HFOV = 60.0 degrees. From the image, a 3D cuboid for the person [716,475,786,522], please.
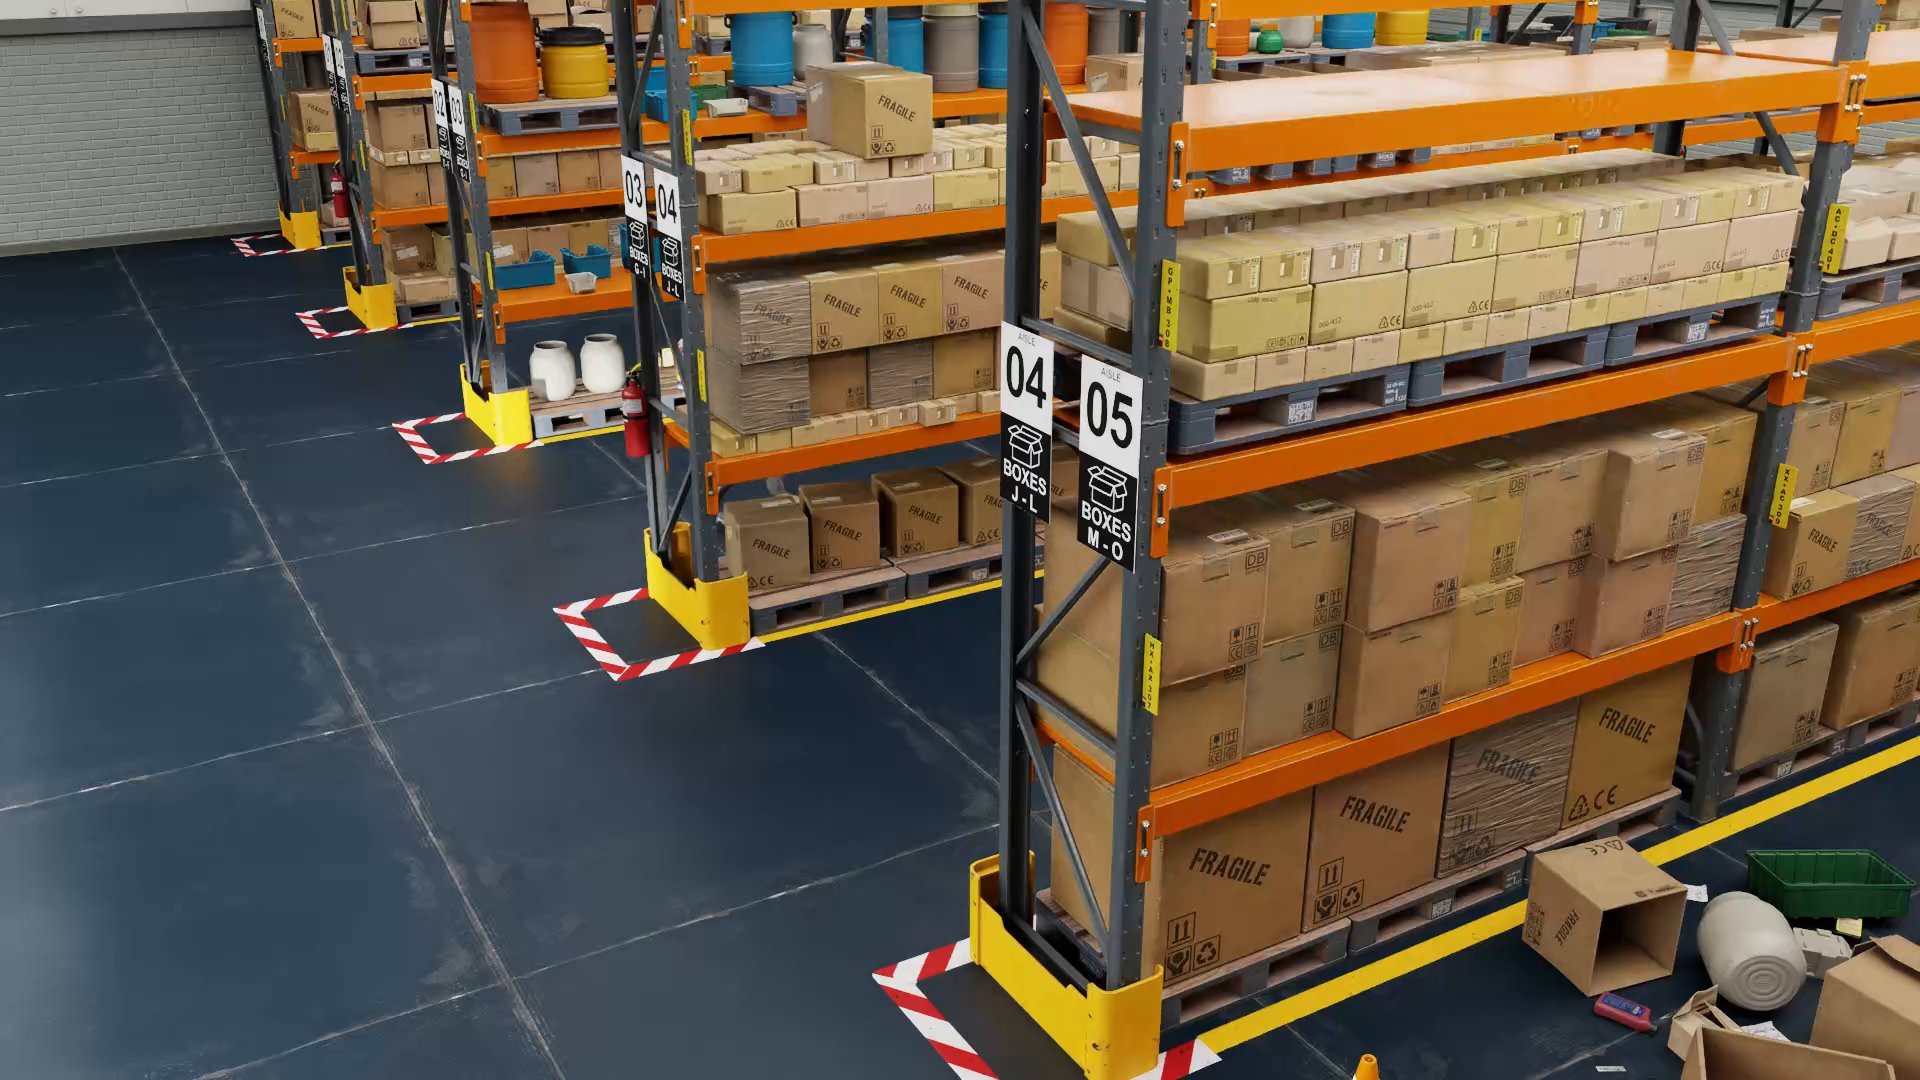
[{"bbox_3d":[-1.692,-0.881,13.309,0.908,1.544,0.403,-18,28,-38],"label":"person"}]
